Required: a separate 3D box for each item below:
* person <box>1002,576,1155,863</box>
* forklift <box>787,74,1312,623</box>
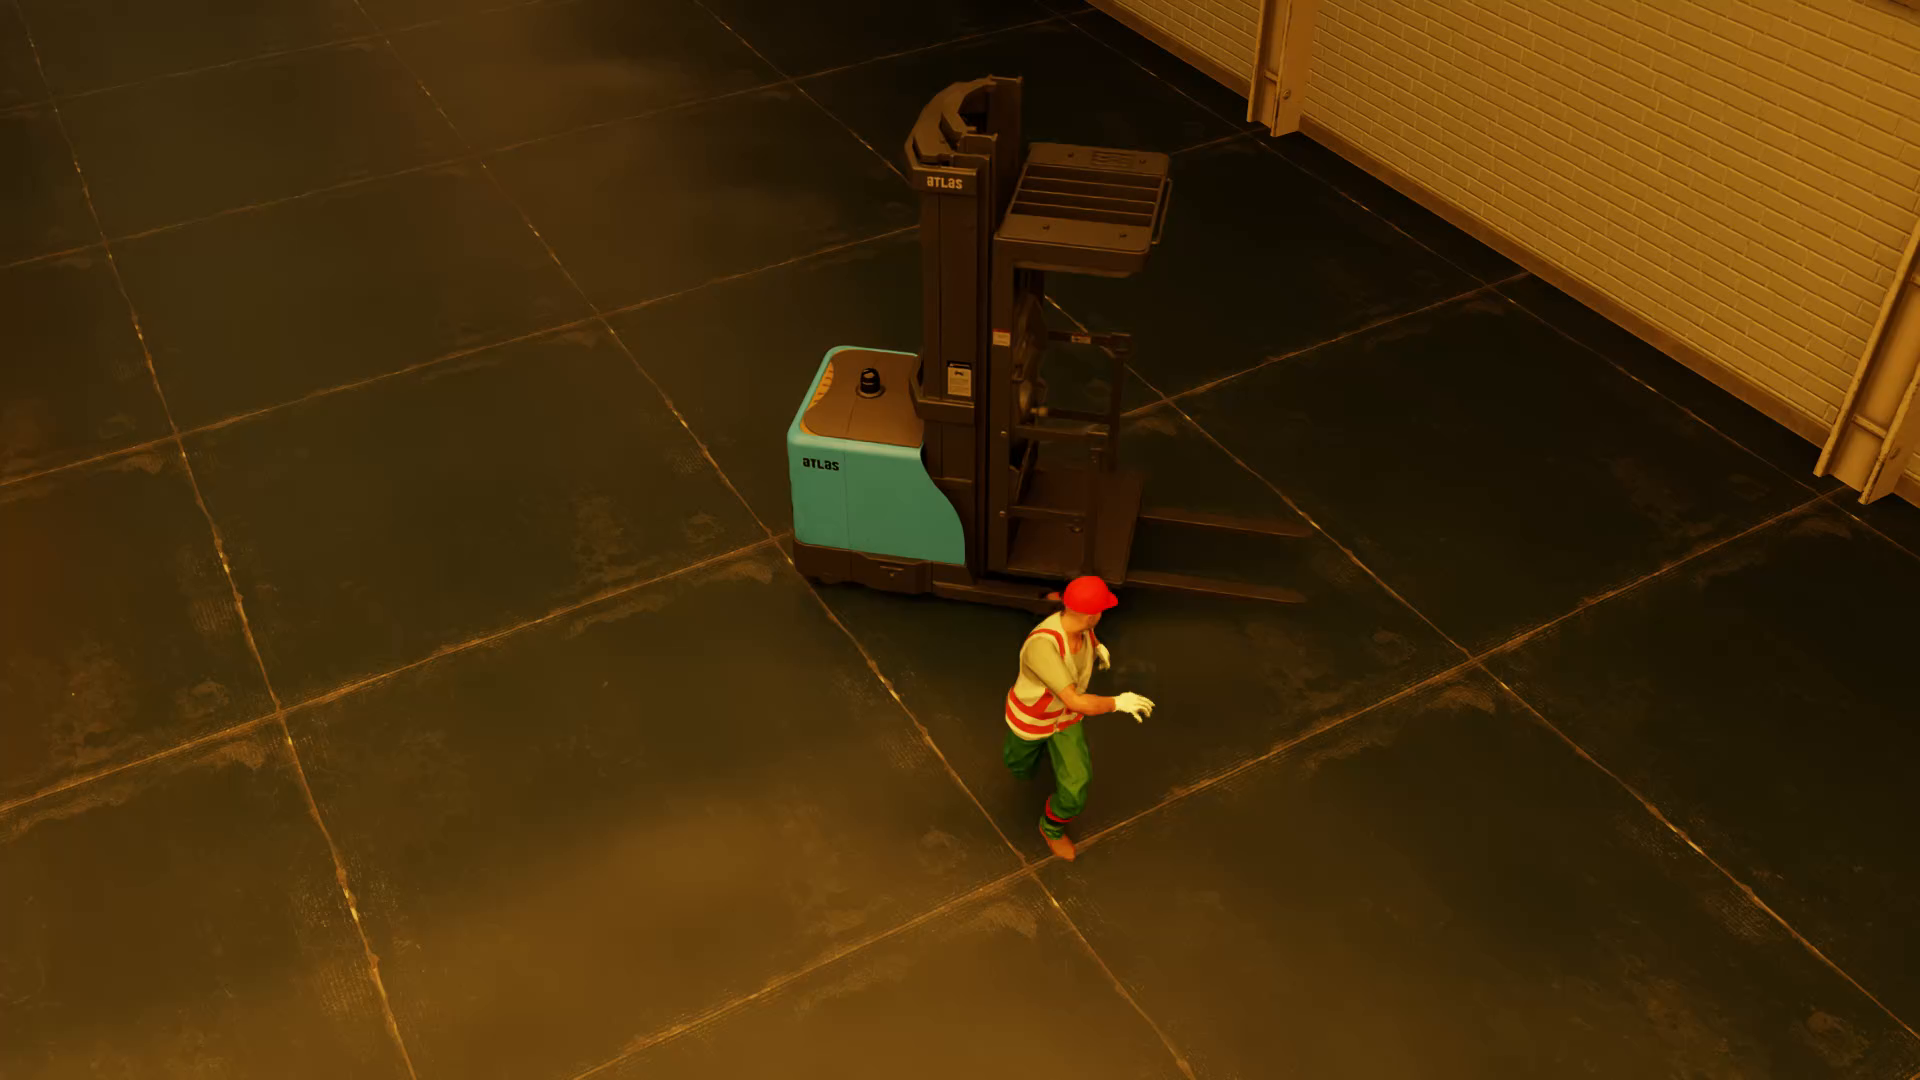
[{"bbox_3d":[0.539,0.774,8.251,0.685,1.542,0.952,-11,41,-13],"label":"person"},{"bbox_3d":[0.575,-1.003,9.245,3.031,2.935,1.130,8,40,9],"label":"forklift"}]
